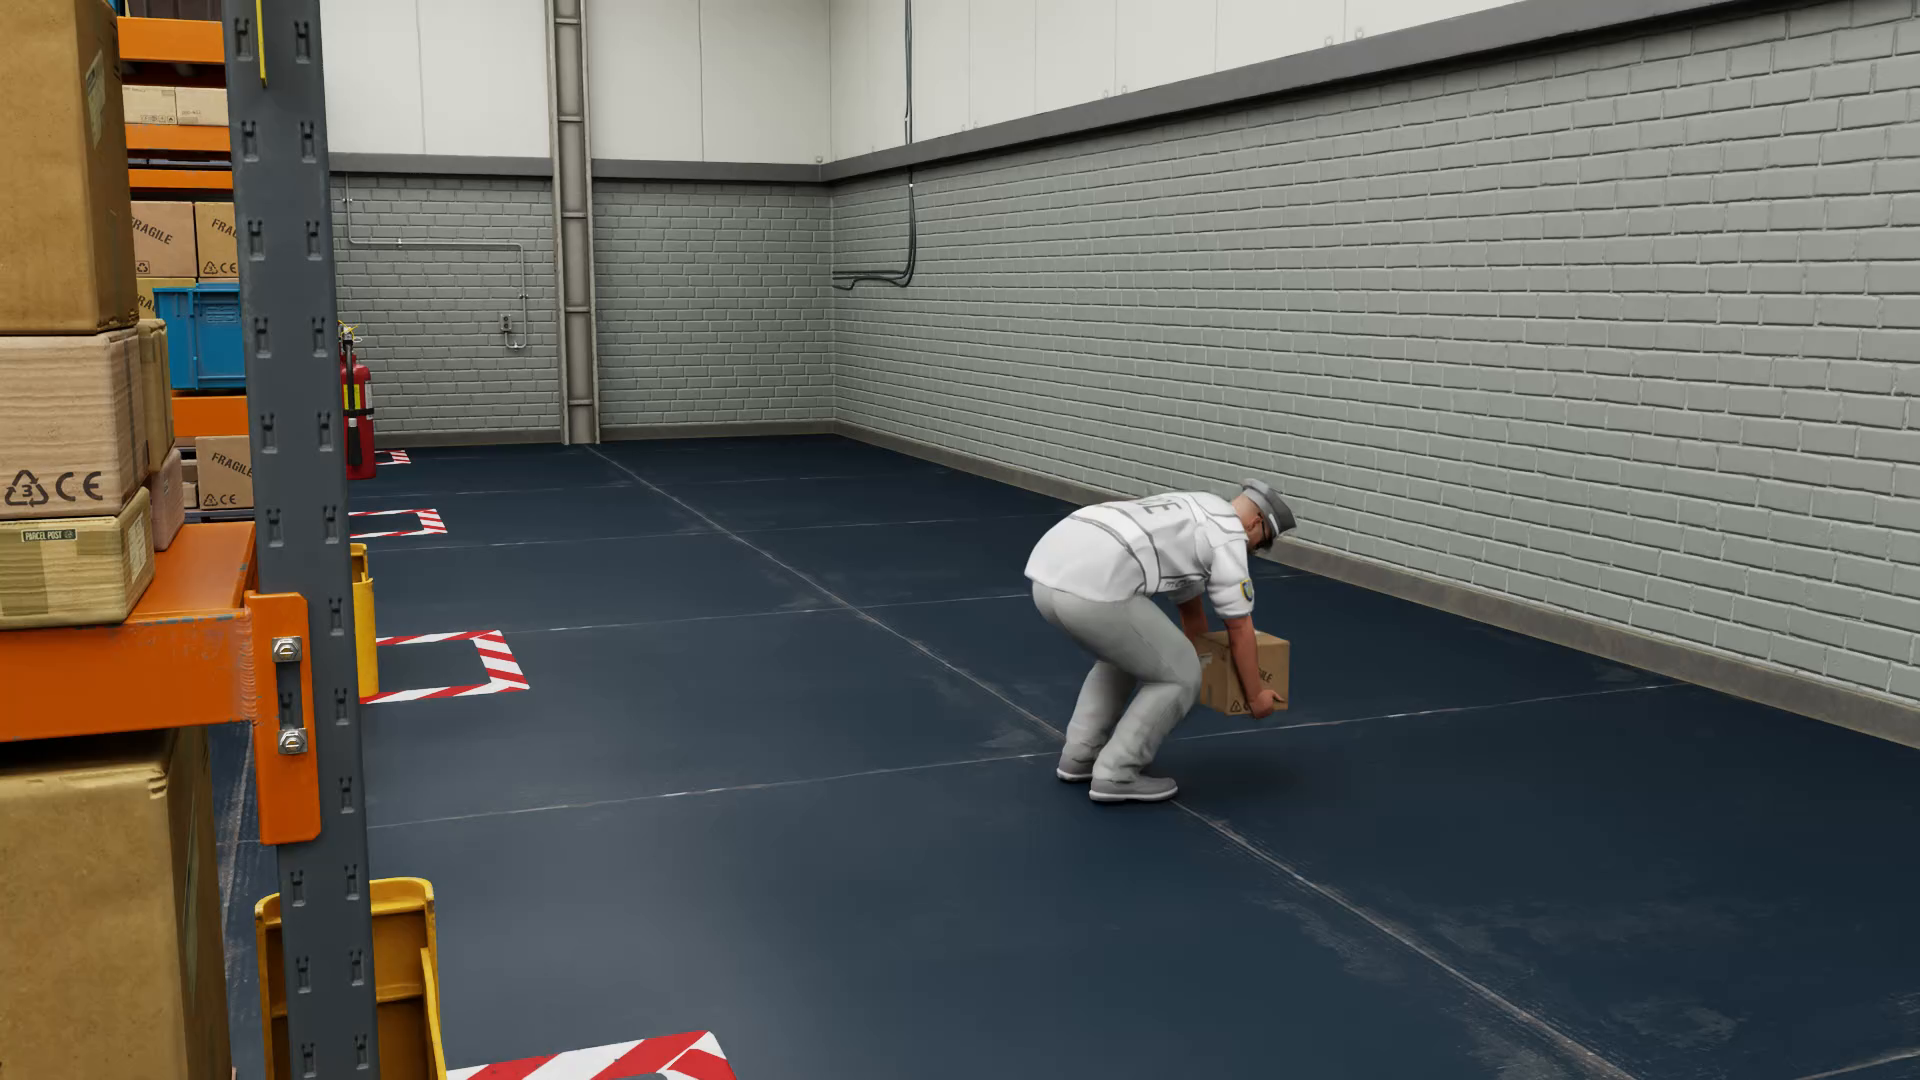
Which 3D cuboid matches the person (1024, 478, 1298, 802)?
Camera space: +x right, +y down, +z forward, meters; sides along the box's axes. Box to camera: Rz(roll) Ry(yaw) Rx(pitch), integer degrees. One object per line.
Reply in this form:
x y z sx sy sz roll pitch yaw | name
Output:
0.731 0.335 5.886 1.034 1.077 0.536 -4 10 -24 | person
